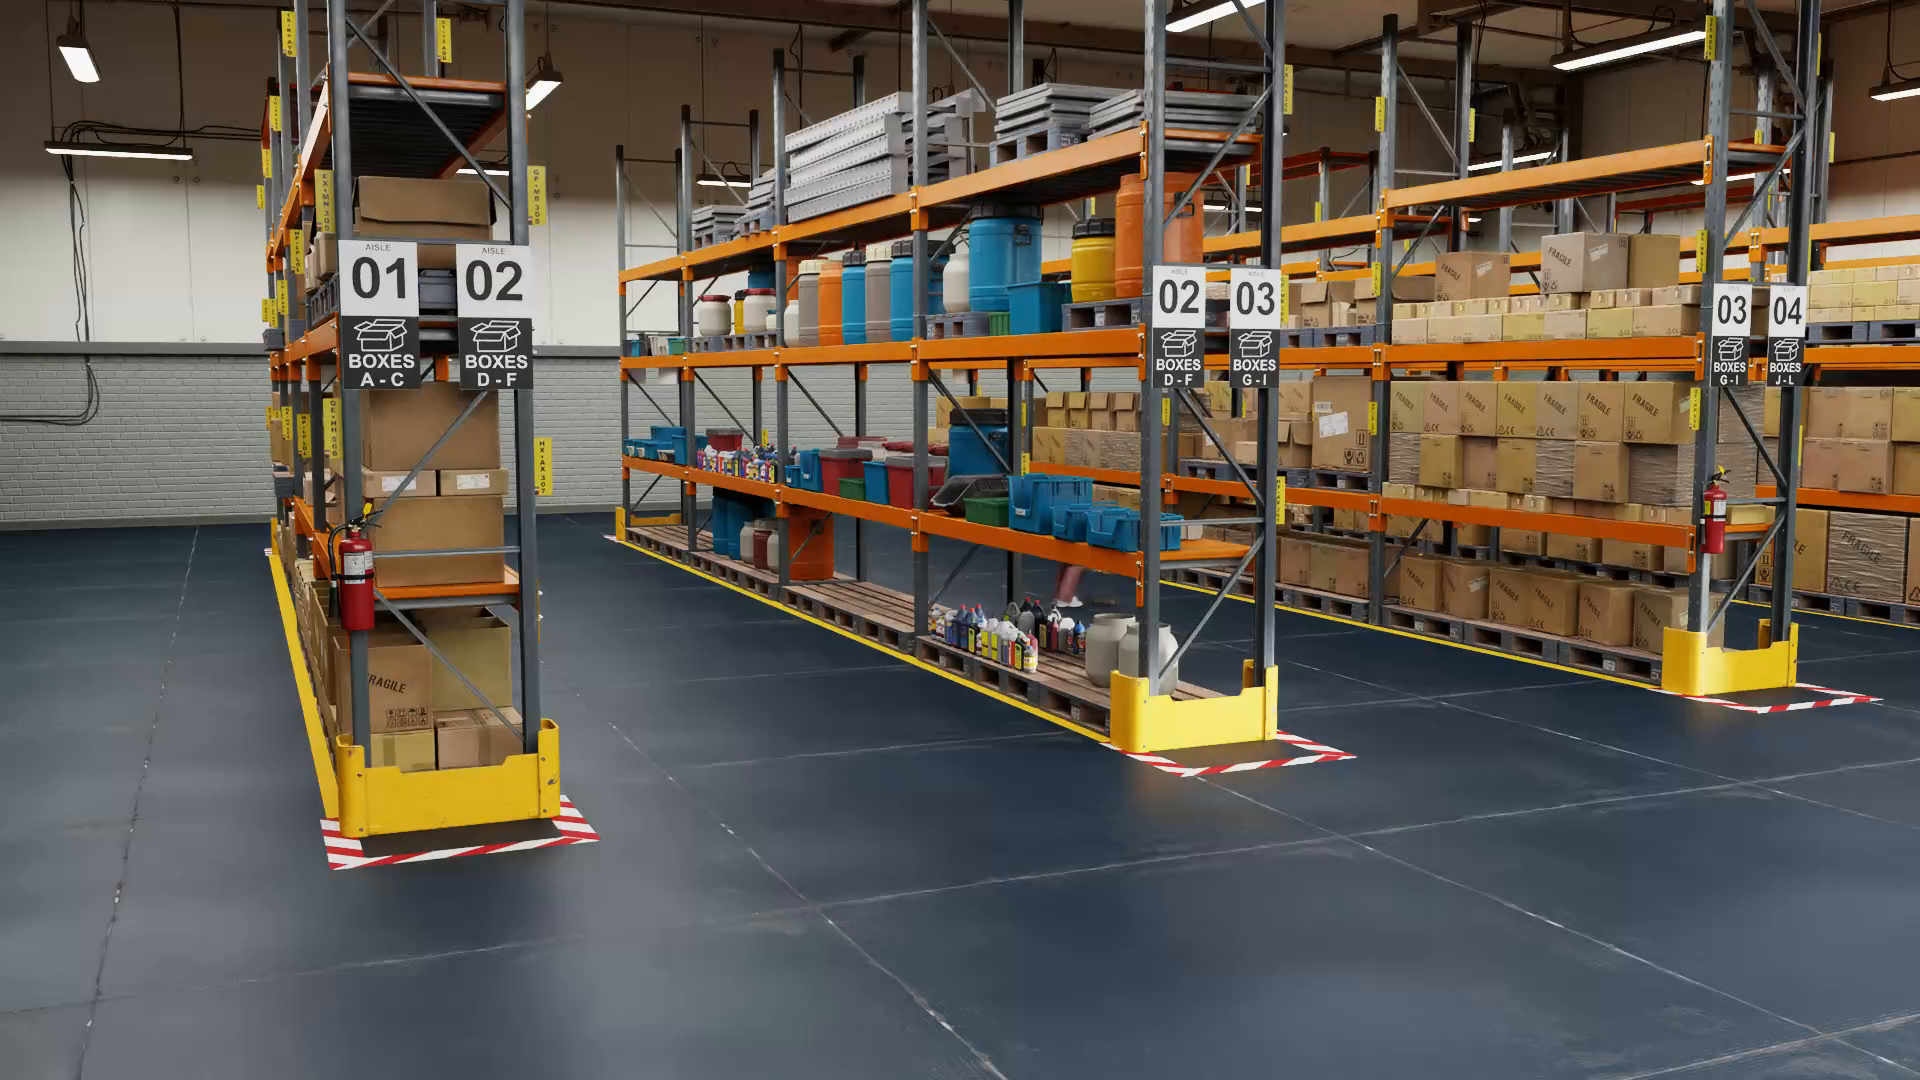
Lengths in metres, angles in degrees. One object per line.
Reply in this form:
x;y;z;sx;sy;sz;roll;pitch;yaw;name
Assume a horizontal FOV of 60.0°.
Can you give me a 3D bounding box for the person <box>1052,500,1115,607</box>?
1.337;0.138;18.253;0.865;1.158;0.415;-3;6;-25;person
